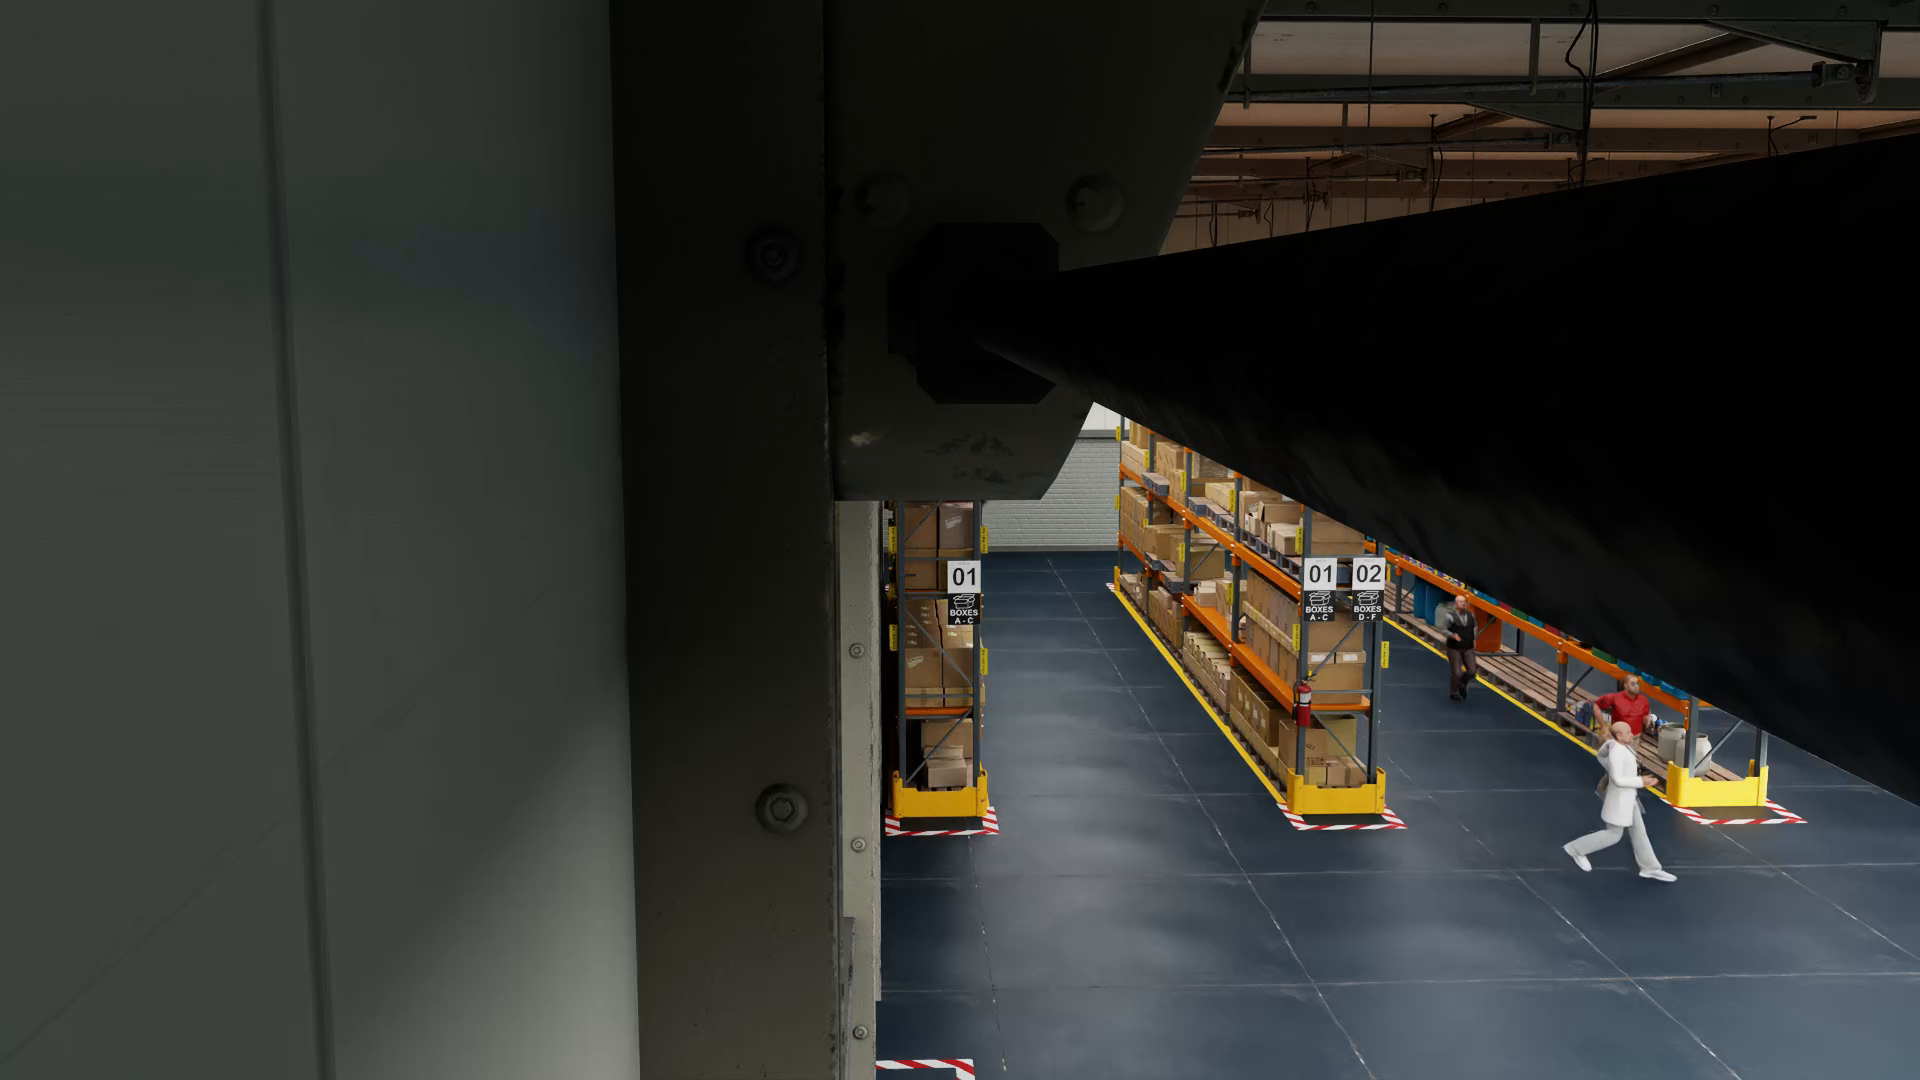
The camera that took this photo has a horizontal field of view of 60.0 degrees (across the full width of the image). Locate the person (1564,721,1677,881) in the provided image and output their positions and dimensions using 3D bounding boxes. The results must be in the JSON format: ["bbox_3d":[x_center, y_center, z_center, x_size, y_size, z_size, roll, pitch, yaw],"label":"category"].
[{"bbox_3d":[7.241,2.831,18.148,1.154,1.736,0.727,4,9,27],"label":"person"}]

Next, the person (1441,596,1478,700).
[{"bbox_3d":[7.920,1.724,26.217,0.648,1.677,0.590,-1,8,-4],"label":"person"}]

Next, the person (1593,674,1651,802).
[{"bbox_3d":[8.270,2.547,20.698,0.643,1.796,0.755,-2,9,-17],"label":"person"}]
